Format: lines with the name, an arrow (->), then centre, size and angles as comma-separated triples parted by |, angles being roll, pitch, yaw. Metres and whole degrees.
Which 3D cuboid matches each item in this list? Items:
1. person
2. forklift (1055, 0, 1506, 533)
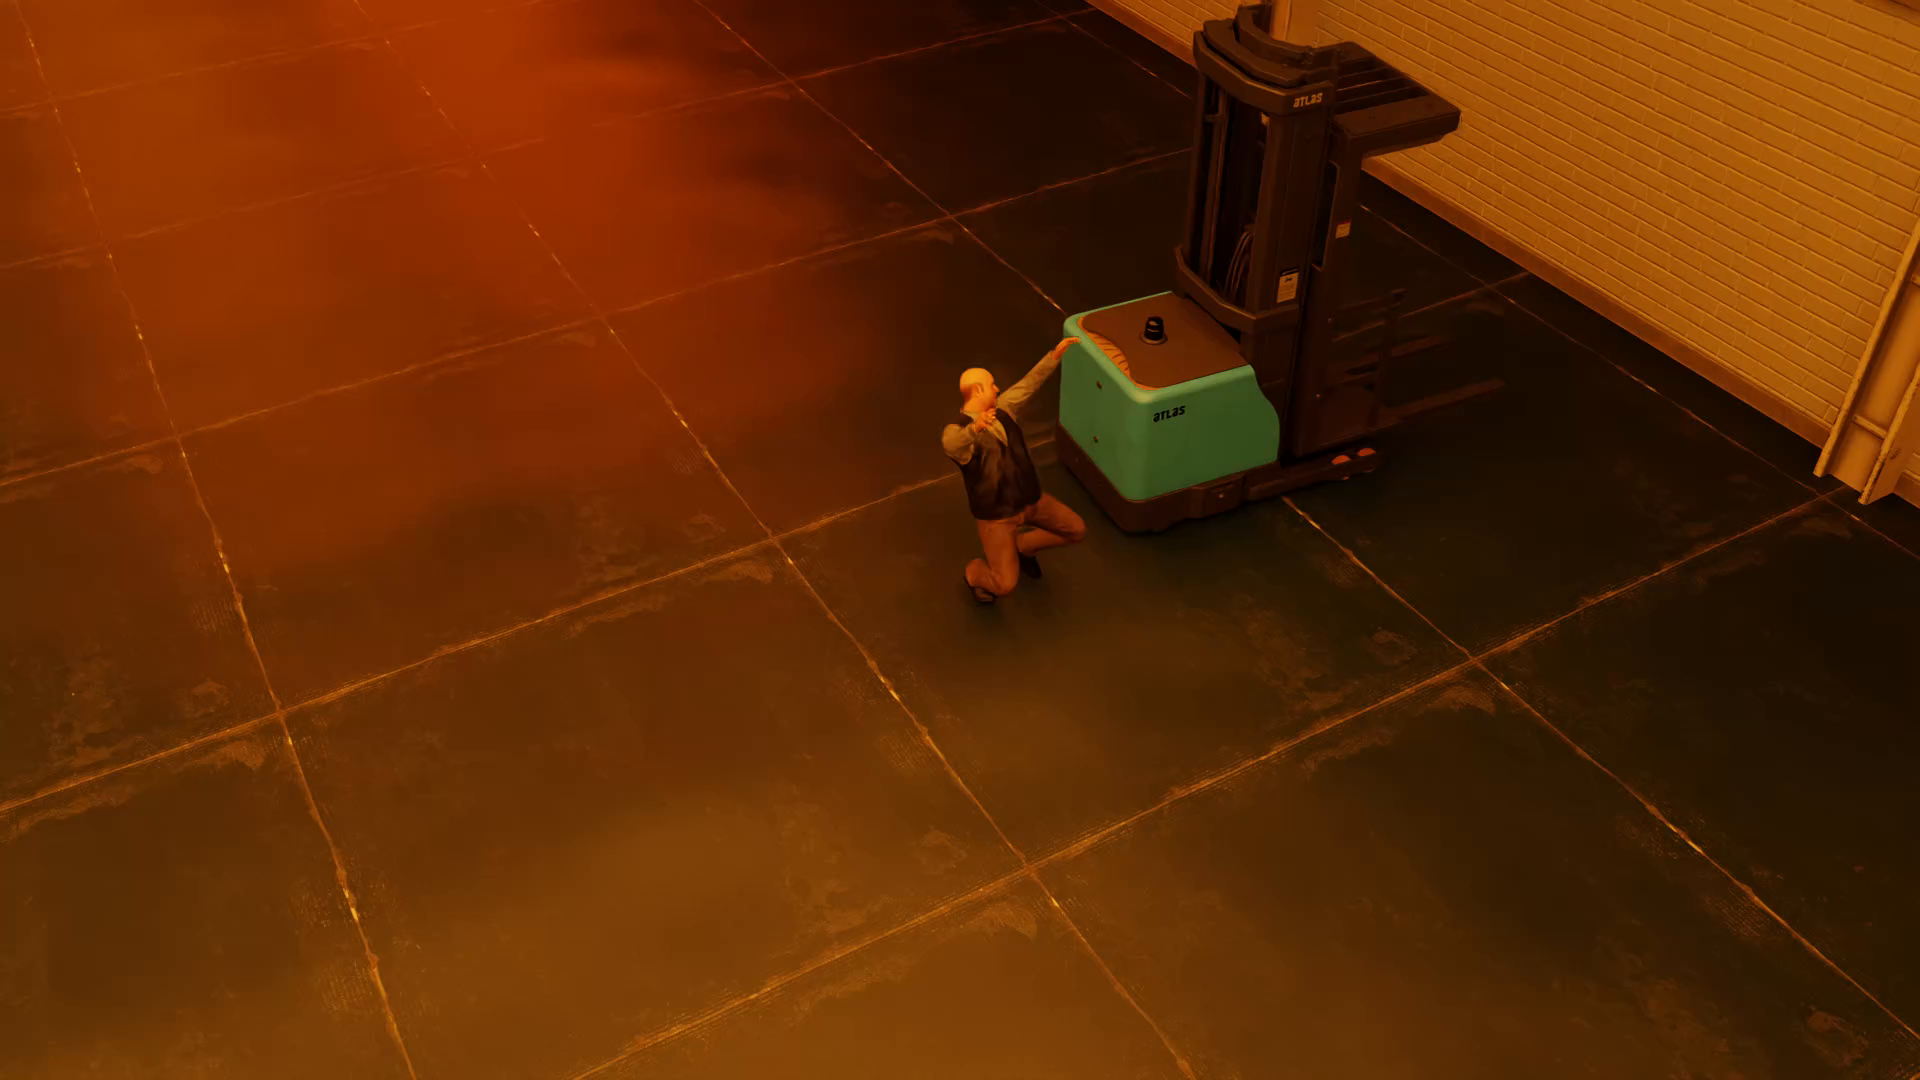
person -> 0.295, -0.347, 9.519 | 0.751, 1.599, 0.949 | 32, 49, 33
forklift -> 2.187, -1.803, 10.210 | 3.031, 2.935, 1.130 | -16, 42, -19
